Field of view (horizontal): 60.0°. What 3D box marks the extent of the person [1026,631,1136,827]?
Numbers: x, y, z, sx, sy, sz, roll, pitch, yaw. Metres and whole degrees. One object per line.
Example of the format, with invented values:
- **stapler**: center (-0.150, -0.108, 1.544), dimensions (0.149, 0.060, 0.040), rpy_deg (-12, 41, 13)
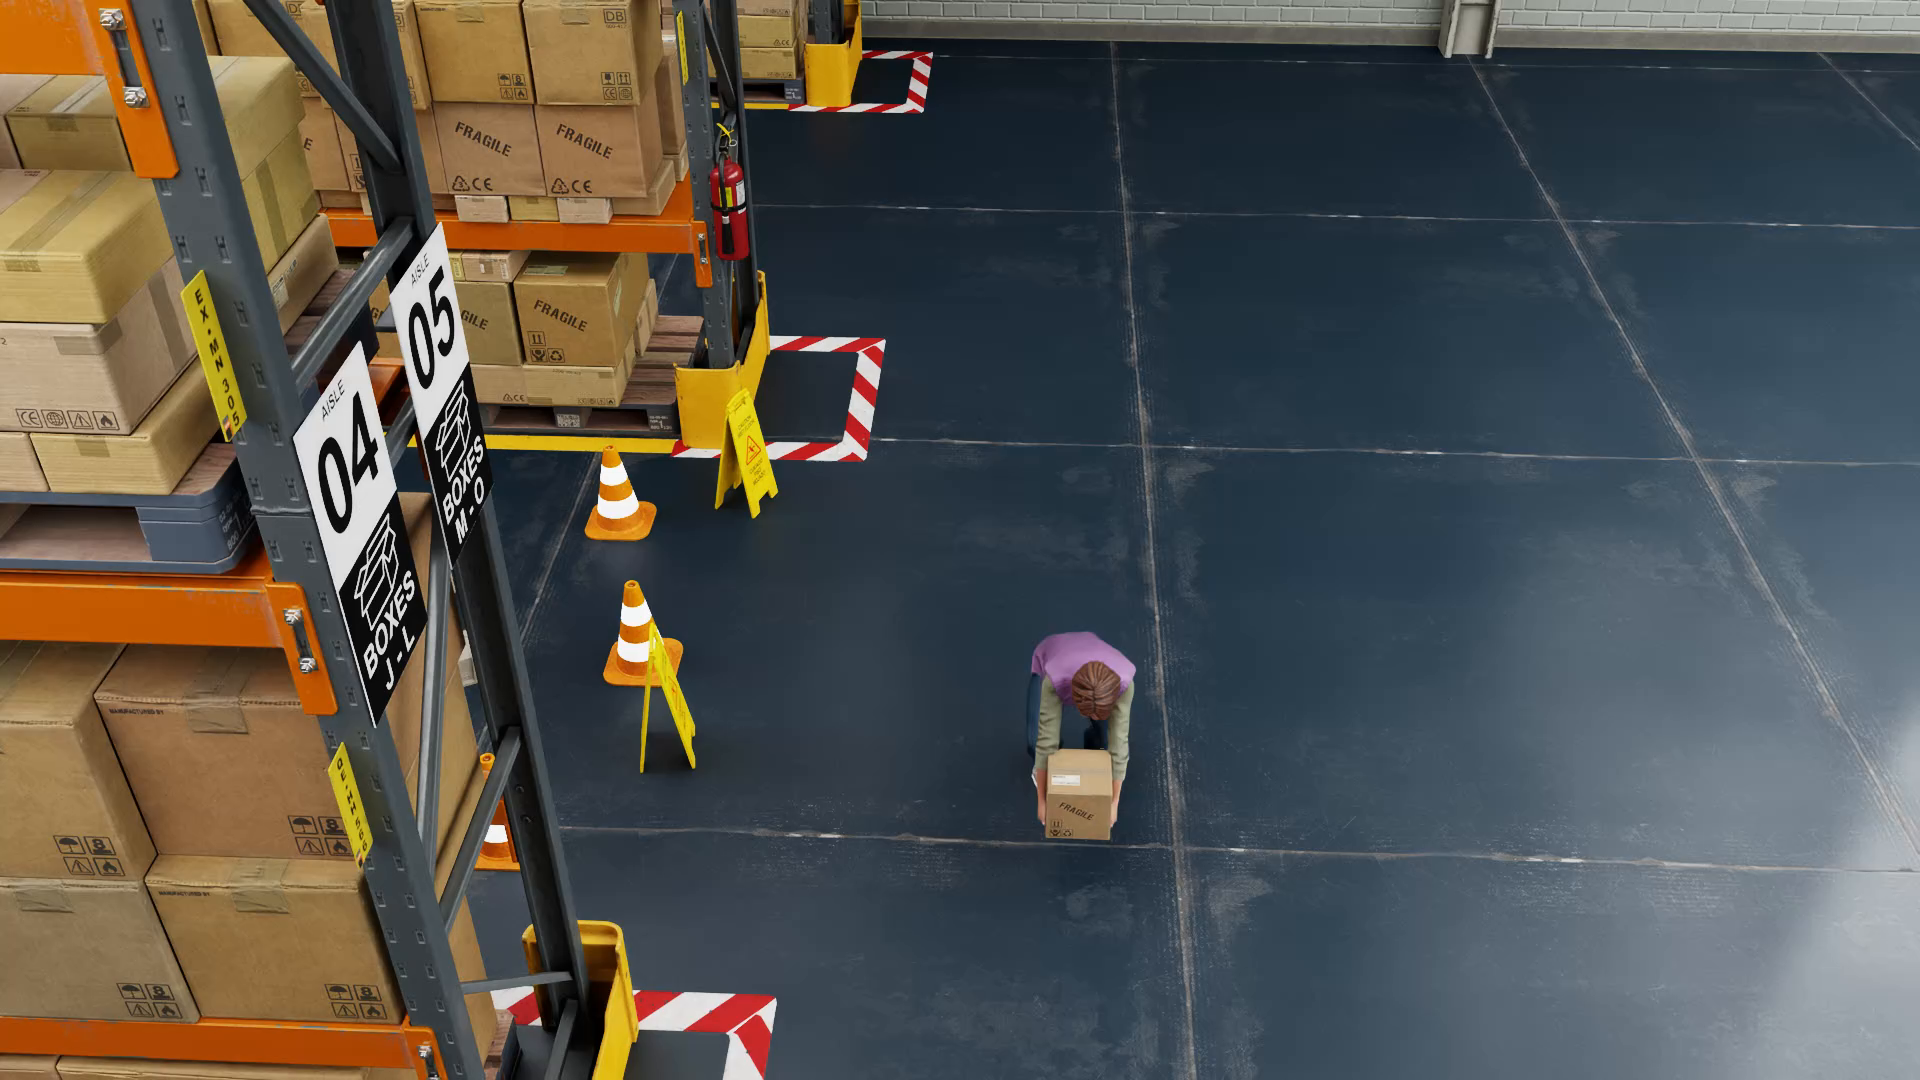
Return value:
- **person**: center (0.479, 0.703, 6.748), dimensions (0.420, 0.911, 0.829), rpy_deg (1, 36, 1)
